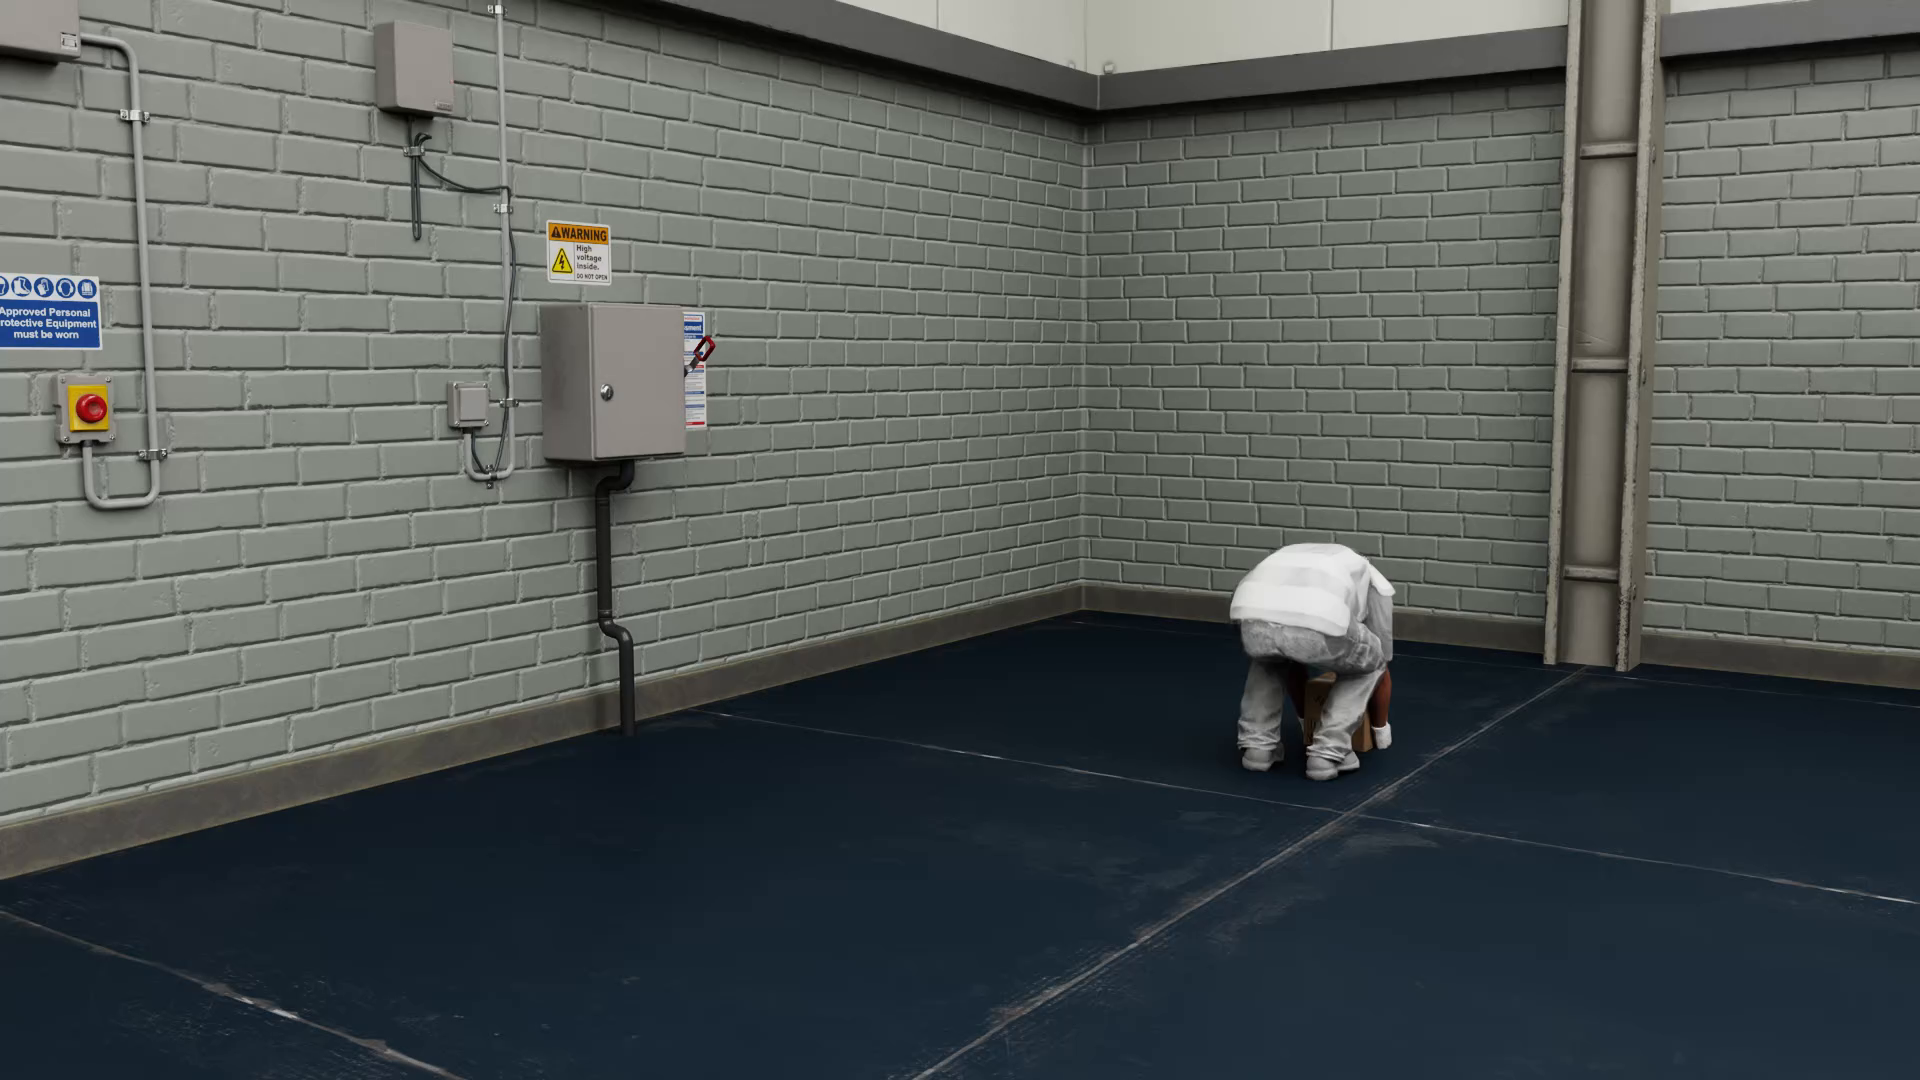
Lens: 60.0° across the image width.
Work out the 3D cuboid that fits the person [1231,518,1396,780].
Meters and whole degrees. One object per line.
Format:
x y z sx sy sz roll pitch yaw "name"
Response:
1.335 0.362 6.231 0.526 0.932 0.983 4 7 31 "person"
